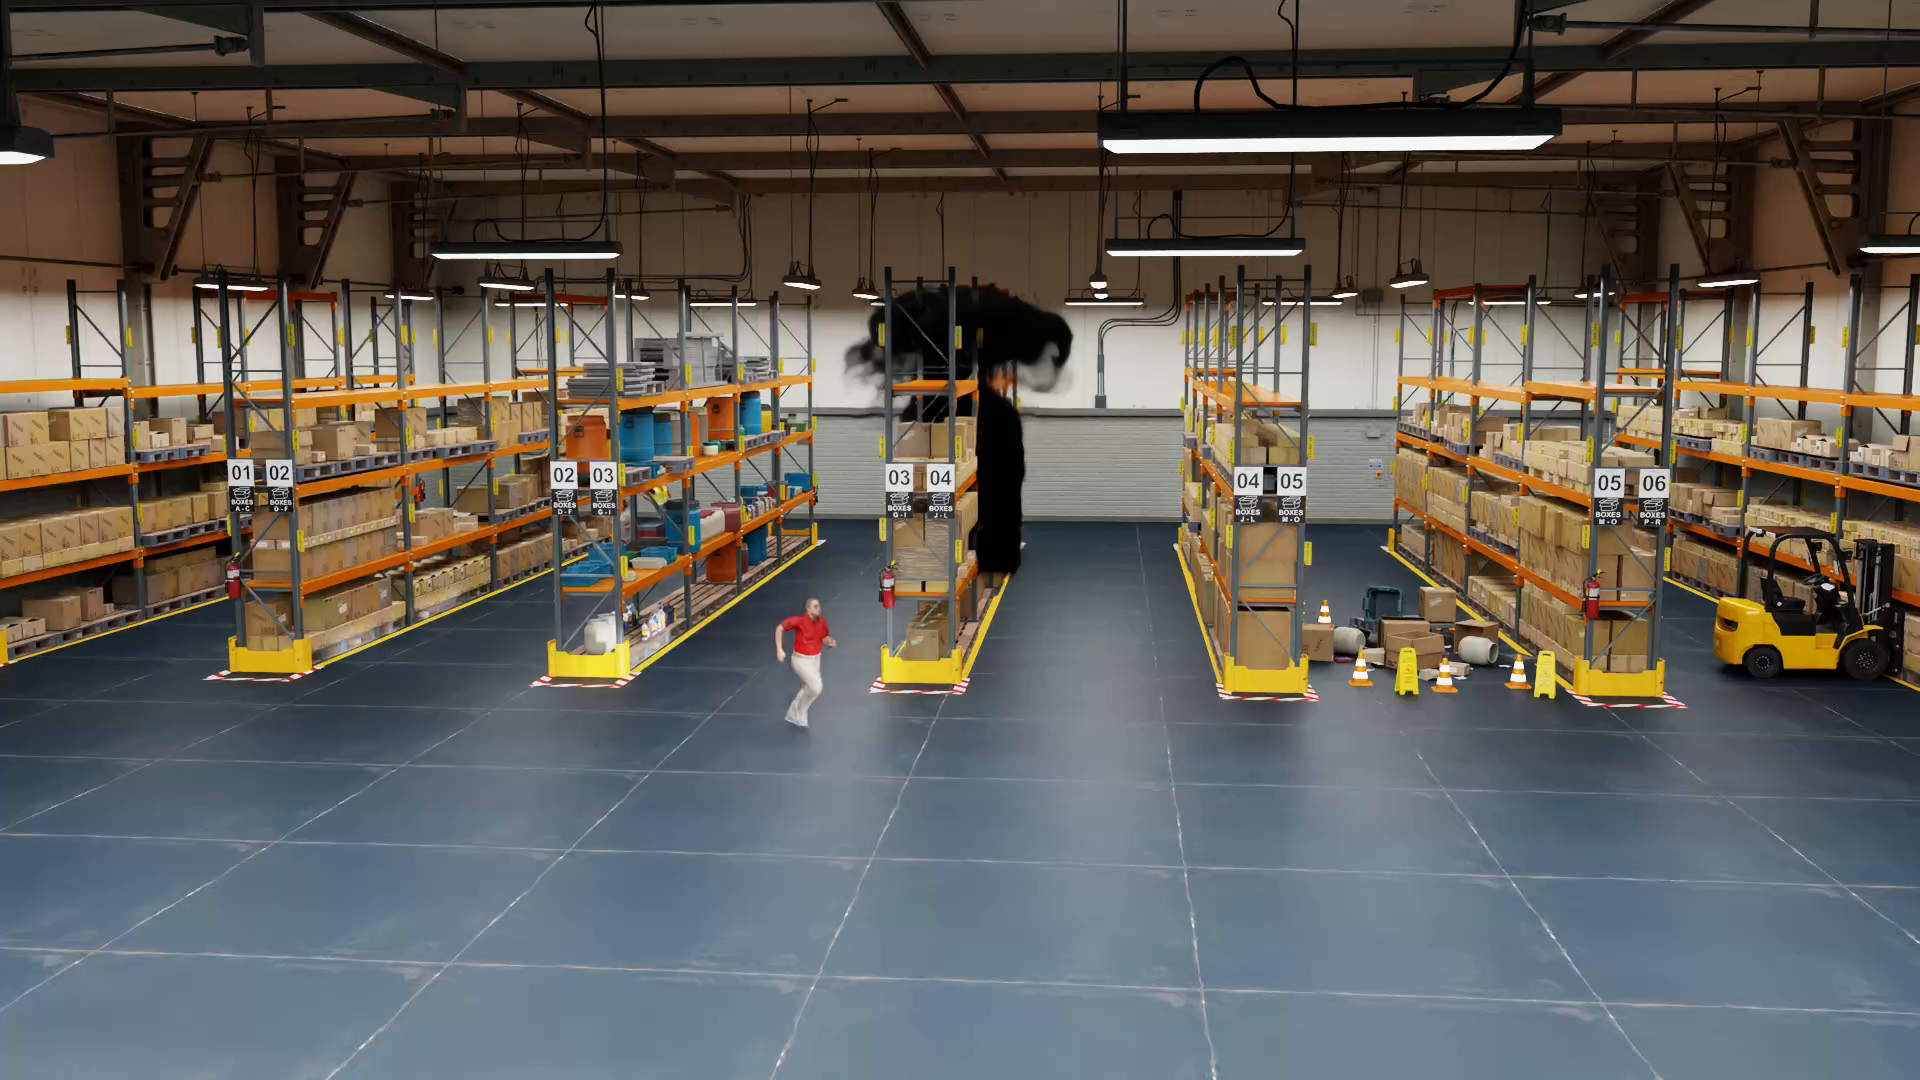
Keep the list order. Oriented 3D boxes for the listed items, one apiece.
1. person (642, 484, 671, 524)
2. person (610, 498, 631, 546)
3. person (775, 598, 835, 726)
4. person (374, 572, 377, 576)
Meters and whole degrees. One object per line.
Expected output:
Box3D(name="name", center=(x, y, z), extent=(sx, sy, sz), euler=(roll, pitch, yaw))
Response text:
Box3D(name="person", center=(-7.541, -0.880, 41.488), extent=(0.912, 1.718, 0.705), euler=(5, 9, 36))
Box3D(name="person", center=(-6.523, 0.001, 32.124), extent=(0.539, 1.619, 0.807), euler=(0, 7, 0))
Box3D(name="person", center=(-1.937, 1.574, 21.281), extent=(0.774, 1.678, 0.701), euler=(6, 9, 38))
Box3D(name="person", center=(-11.601, 0.185, 32.234), extent=(0.645, 1.785, 0.894), euler=(1, 7, 6))
